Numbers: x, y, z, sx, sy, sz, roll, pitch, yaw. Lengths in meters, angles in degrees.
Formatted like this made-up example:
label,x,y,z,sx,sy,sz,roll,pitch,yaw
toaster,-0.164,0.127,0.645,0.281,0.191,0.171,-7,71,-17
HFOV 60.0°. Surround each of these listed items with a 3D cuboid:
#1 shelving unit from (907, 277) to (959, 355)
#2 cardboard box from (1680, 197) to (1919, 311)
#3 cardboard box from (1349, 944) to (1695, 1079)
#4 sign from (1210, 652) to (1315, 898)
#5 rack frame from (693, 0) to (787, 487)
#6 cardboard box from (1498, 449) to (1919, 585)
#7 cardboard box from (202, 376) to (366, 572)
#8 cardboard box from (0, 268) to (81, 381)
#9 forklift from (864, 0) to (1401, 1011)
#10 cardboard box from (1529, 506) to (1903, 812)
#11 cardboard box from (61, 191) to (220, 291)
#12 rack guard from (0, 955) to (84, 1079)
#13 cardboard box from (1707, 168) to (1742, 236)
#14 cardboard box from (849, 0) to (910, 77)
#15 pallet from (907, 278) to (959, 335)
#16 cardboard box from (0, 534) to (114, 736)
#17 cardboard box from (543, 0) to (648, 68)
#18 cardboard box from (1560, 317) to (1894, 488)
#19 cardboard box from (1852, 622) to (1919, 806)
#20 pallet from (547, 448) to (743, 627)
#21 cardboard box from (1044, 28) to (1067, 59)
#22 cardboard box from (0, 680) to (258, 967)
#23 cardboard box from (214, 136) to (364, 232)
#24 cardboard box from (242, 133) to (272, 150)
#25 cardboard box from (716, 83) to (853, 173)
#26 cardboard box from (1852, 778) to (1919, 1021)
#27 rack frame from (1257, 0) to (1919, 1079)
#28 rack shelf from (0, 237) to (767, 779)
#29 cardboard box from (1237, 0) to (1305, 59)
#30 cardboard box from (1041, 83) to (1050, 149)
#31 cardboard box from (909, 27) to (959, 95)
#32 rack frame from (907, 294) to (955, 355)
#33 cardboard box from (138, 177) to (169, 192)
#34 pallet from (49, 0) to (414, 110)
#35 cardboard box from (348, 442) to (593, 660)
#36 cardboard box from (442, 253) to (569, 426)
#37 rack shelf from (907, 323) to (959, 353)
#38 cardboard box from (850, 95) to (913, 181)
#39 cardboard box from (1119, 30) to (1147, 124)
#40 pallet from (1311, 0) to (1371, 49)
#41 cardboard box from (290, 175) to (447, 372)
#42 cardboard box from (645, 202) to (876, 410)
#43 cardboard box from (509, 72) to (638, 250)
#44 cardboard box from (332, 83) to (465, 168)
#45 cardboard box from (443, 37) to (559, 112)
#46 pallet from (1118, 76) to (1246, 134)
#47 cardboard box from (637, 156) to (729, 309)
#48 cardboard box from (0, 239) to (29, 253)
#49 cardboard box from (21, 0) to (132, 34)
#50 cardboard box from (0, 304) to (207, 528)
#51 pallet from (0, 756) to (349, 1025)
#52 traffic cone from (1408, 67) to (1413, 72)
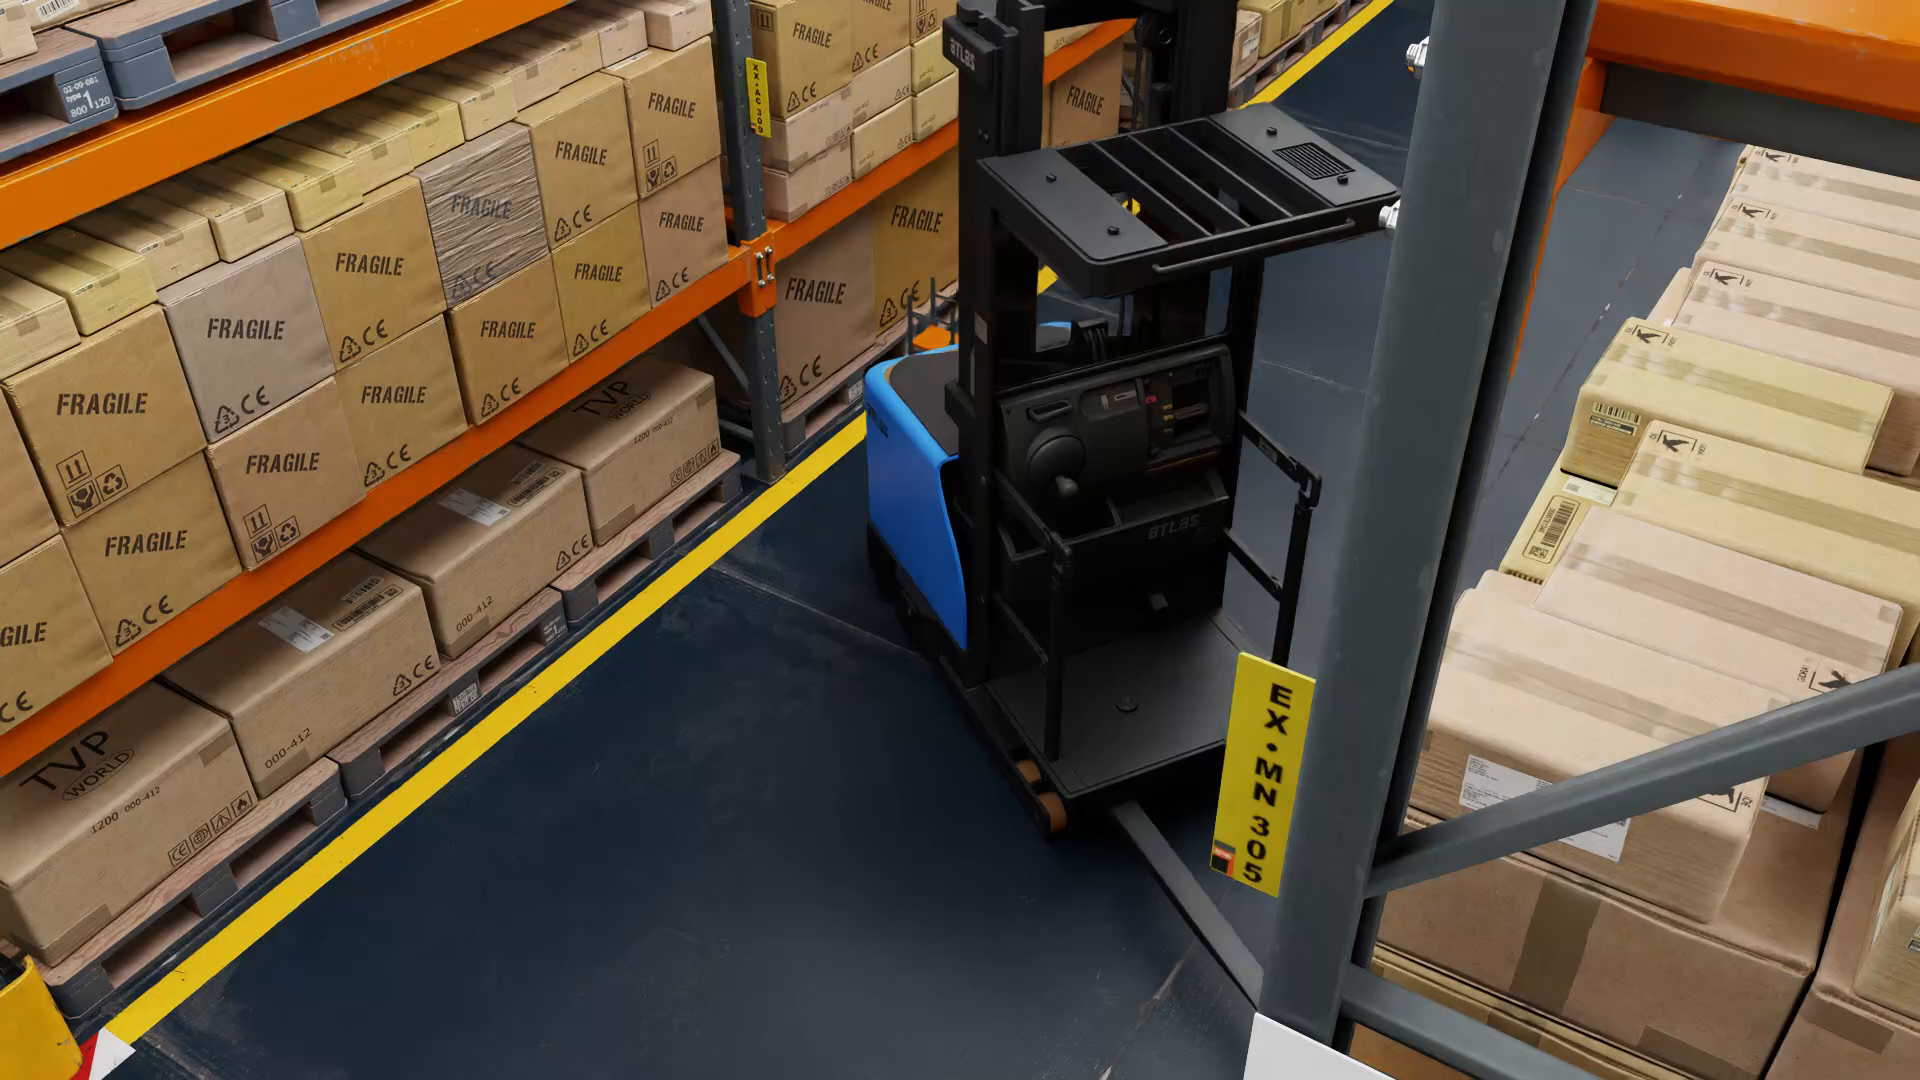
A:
label,x,y,z,sx,sy,sz,roll,pitch,yaw
shelving unit,-0.075,-0.590,7.533,0.258,1.200,0.189,21,42,25
cardboard box,1.428,-0.412,2.757,0.380,0.149,0.250,22,43,26
cardboard box,0.806,0.540,2.258,0.500,0.250,0.500,20,42,24
sign,0.328,0.259,1.775,0.100,0.325,0.005,21,42,25
rack frame,-1.305,-1.639,7.420,1.000,3.000,0.127,21,42,25
cardboard box,1.090,0.079,2.448,0.500,0.250,0.500,20,42,24
cardboard box,-2.414,-0.297,5.596,0.500,0.500,0.500,21,42,25
cardboard box,-2.708,-0.617,4.661,0.380,0.149,0.250,23,43,26
forklift,0.669,-0.352,5.805,1.130,2.935,3.031,-16,40,-20
cardboard box,0.912,0.136,2.047,0.380,0.149,0.250,22,43,26
cardboard box,-2.486,-0.911,5.043,0.380,0.149,0.250,22,43,26
rack guard,-3.461,1.425,5.492,1.175,0.500,0.348,21,42,25
cardboard box,1.647,-0.441,3.122,0.500,0.250,0.500,19,42,23
cardboard box,-0.578,-2.479,7.608,0.500,0.500,0.500,21,42,25
pallet,-0.303,-1.589,9.638,1.003,0.211,1.213,21,42,25
cardboard box,-2.949,0.230,4.913,0.500,0.500,0.500,21,42,25
cardboard box,-1.435,-1.968,6.414,0.380,0.149,0.250,22,43,26
cardboard box,1.117,-0.161,2.432,0.380,0.149,0.250,22,43,26
cardboard box,1.519,0.253,2.222,0.500,0.250,0.500,21,42,25
pallet,-1.779,-0.168,7.796,1.003,0.211,1.213,21,42,25
cardboard box,0.242,-2.773,9.014,0.500,0.250,0.500,21,42,25
cardboard box,-3.179,0.898,5.882,0.875,0.438,0.875,20,42,24
cardboard box,-2.158,-1.148,5.350,0.380,0.149,0.250,20,42,24
cardboard box,-2.526,-1.475,5.774,0.380,0.149,0.250,21,42,25
cardboard box,-0.832,-1.912,7.487,0.500,0.250,0.500,20,42,24
cardboard box,1.151,0.413,1.687,0.380,0.149,0.250,21,42,25
rack frame,0.785,-0.386,0.880,1.000,3.000,0.127,21,42,25
rack shelf,-2.377,-0.323,6.302,1.077,0.370,4.000,21,42,25
cardboard box,1.948,-3.887,12.144,0.950,0.372,0.625,23,43,27
cardboard box,-0.084,-2.239,9.594,0.875,0.875,0.875,22,43,26
cardboard box,-0.283,-2.442,8.174,0.500,0.250,0.500,22,43,26
rack frame,-0.124,-0.543,7.472,0.240,1.200,0.006,21,42,25
cardboard box,-2.788,-1.196,5.412,0.380,0.149,0.250,22,43,26
pallet,-2.407,-1.747,5.176,1.003,0.211,1.213,21,42,25
cardboard box,-2.211,-0.041,7.100,0.875,0.438,0.875,20,42,24
cardboard box,-1.866,-0.825,6.282,0.500,0.500,0.500,21,42,24
rack shelf,-0.075,-0.840,7.340,0.258,0.103,0.180,21,42,25
cardboard box,-0.571,-1.988,7.994,0.500,0.250,0.500,20,42,24
cardboard box,1.149,-3.115,11.142,0.950,0.372,0.625,18,41,22
pallet,2.565,-4.257,13.100,1.003,0.211,1.213,21,42,25
cardboard box,-2.144,-0.961,5.639,0.500,0.500,0.500,21,42,25
cardboard box,-1.041,-1.310,8.389,0.875,0.875,0.875,23,43,26
cardboard box,-1.604,-1.482,6.315,0.500,0.500,0.500,21,42,24
cardboard box,-1.940,-1.430,5.717,0.380,0.149,0.250,20,42,24
cardboard box,-1.697,-1.707,6.075,0.380,0.149,0.250,21,42,25
pallet,1.258,-2.999,11.468,1.003,0.211,1.213,21,42,25
cardboard box,-1.338,-1.356,6.970,0.500,0.500,0.500,22,43,26
cardboard box,-3.073,-0.936,5.075,0.380,0.149,0.250,22,43,26
cardboard box,-2.604,-1.691,4.677,0.500,0.311,0.500,22,43,26
cardboard box,-2.680,-0.436,4.957,0.500,0.500,0.500,20,42,24
pallet,-3.086,1.089,6.164,1.003,0.211,1.213,21,42,25
traffic cone,3.498,-3.662,12.121,0.336,0.463,0.334,21,42,25
